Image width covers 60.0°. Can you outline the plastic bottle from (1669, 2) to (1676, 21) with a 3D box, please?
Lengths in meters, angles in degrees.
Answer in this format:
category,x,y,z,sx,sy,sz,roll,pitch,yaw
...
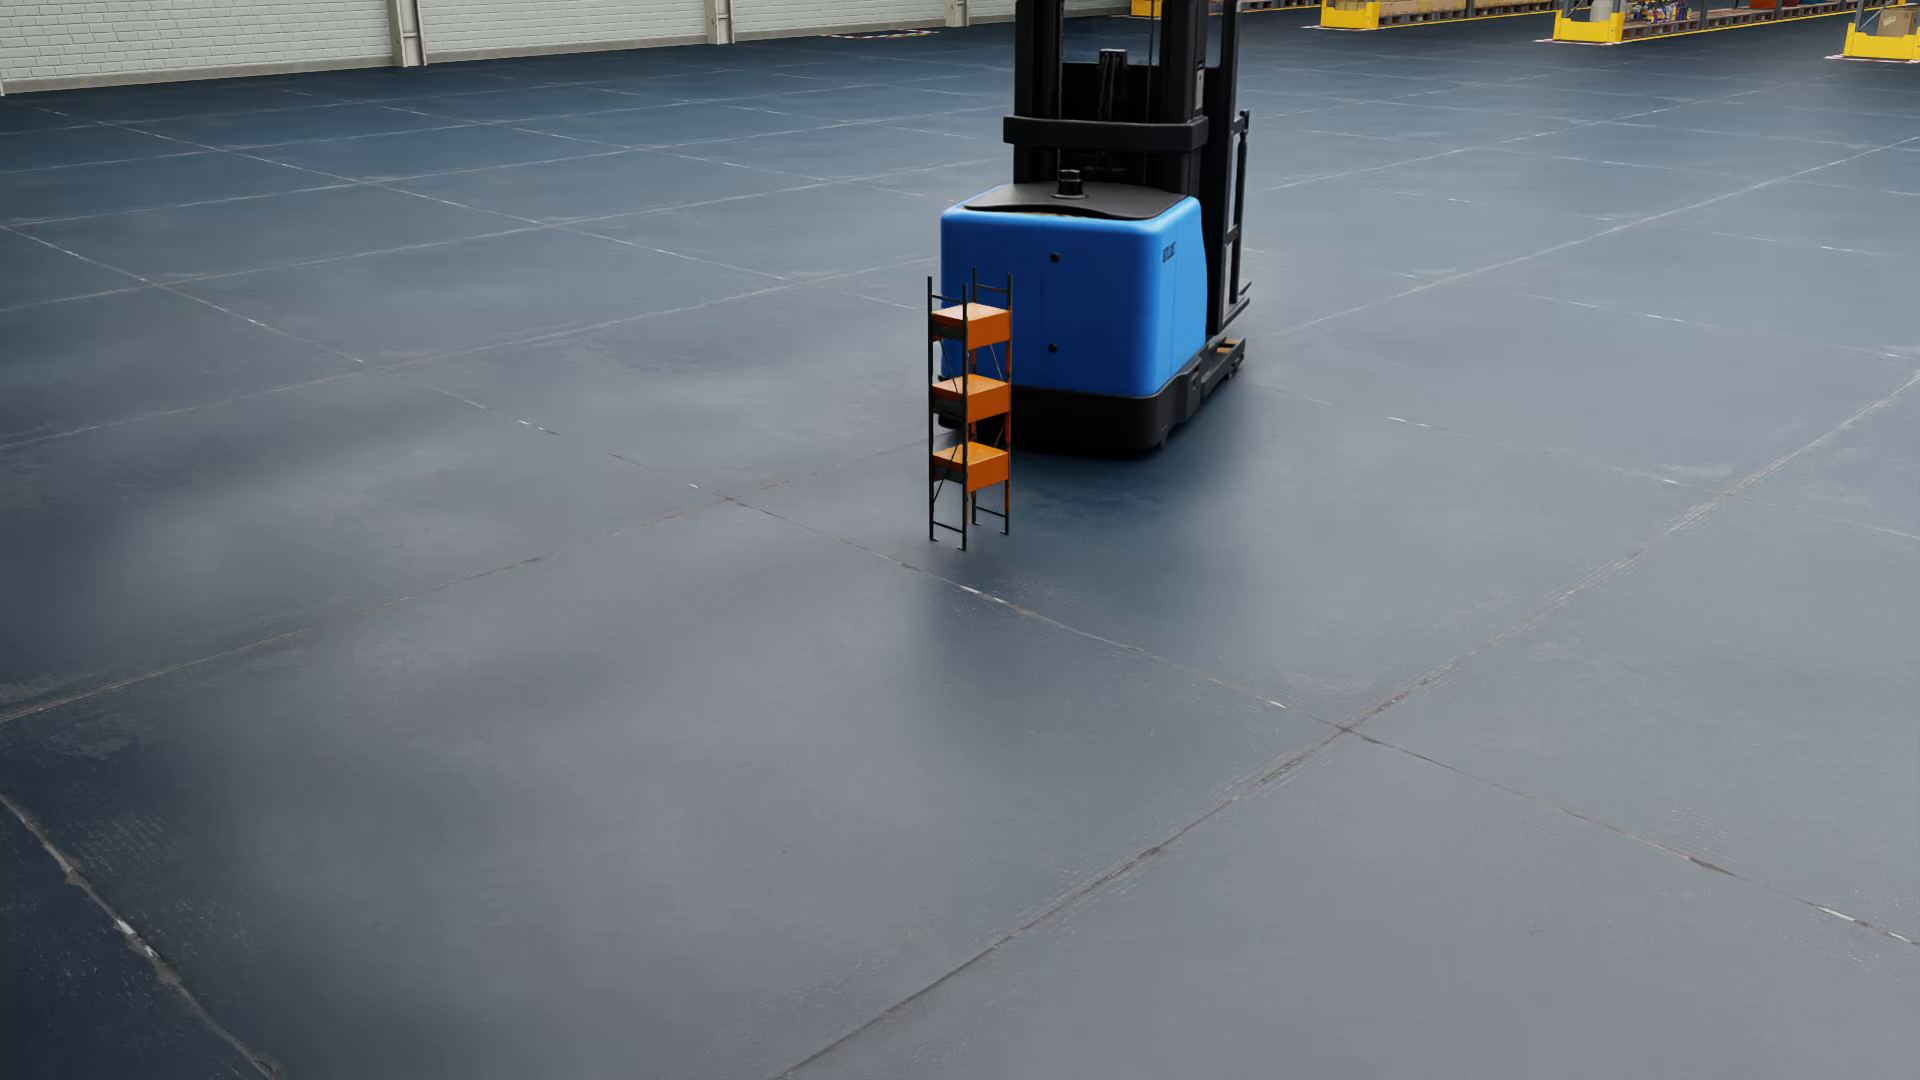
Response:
category,x,y,z,sx,sy,sz,roll,pitch,yaw
plastic bottle,13.538,-10.065,31.659,0.144,0.351,0.185,19,28,40

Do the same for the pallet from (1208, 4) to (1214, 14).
category,x,y,z,sx,sy,sz,roll,pitch,yaw
pallet,4.896,-11.835,37.072,1.003,0.211,1.213,19,28,41

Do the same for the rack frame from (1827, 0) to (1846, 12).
category,x,y,z,sx,sy,sz,roll,pitch,yaw
rack frame,19.721,-13.522,37.575,1.000,3.000,0.127,19,28,41

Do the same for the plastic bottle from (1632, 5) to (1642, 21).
category,x,y,z,sx,sy,sz,roll,pitch,yaw
plastic bottle,12.975,-10.108,31.875,0.152,0.276,0.135,19,28,41

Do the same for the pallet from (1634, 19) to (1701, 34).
category,x,y,z,sx,sy,sz,roll,pitch,yaw
pallet,13.641,-10.002,32.303,1.003,0.211,1.213,19,28,41

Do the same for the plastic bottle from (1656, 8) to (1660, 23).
category,x,y,z,sx,sy,sz,roll,pitch,yaw
plastic bottle,13.076,-9.846,31.199,0.097,0.271,0.097,0,21,0

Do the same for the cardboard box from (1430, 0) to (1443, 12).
category,x,y,z,sx,sy,sz,roll,pitch,yaw
cardboard box,9.732,-11.187,34.746,0.500,0.250,0.500,19,28,41

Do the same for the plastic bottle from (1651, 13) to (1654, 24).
category,x,y,z,sx,sy,sz,roll,pitch,yaw
plastic bottle,12.910,-9.752,31.052,0.097,0.201,0.097,0,21,0

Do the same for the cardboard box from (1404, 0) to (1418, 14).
category,x,y,z,sx,sy,sz,roll,pitch,yaw
cardboard box,9.032,-10.931,34.080,0.500,0.250,0.500,19,28,41

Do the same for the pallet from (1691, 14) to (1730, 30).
category,x,y,z,sx,sy,sz,roll,pitch,yaw
pallet,14.660,-10.376,33.276,1.003,0.211,1.213,19,28,41

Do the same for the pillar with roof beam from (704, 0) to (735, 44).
category,x,y,z,sx,sy,sz,roll,pitch,yaw
pillar with roof beam,-1.167,-11.952,25.127,9.100,9.000,0.400,19,28,41

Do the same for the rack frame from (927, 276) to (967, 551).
category,x,y,z,sx,sy,sz,roll,pitch,yaw
rack frame,-0.048,-0.472,6.340,0.200,1.050,0.008,19,28,41

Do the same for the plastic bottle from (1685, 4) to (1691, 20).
category,x,y,z,sx,sy,sz,roll,pitch,yaw
plastic bottle,14.040,-10.197,32.097,0.133,0.283,0.061,-18,28,-39

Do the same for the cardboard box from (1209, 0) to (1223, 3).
category,x,y,z,sx,sy,sz,roll,pitch,yaw
cardboard box,5.743,-12.434,37.614,0.700,0.500,0.500,17,27,37

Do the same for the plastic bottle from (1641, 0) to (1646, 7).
category,x,y,z,sx,sy,sz,roll,pitch,yaw
plastic bottle,13.279,-10.331,32.352,0.185,0.351,0.144,-19,28,-41

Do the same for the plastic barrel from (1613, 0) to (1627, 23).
category,x,y,z,sx,sy,sz,roll,pitch,yaw
plastic barrel,12.103,-9.790,30.746,0.421,0.512,0.421,0,21,0

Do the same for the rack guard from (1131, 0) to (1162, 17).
category,x,y,z,sx,sy,sz,roll,pitch,yaw
rack guard,4.304,-11.770,36.500,1.175,0.500,0.348,19,28,41

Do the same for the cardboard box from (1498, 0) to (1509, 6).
category,x,y,z,sx,sy,sz,roll,pitch,yaw
cardboard box,11.769,-11.926,36.668,0.500,0.250,0.500,18,28,39

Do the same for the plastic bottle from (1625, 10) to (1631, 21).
category,x,y,z,sx,sy,sz,roll,pitch,yaw
plastic bottle,12.711,-9.986,31.661,0.097,0.201,0.097,0,21,0

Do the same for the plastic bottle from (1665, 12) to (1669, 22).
category,x,y,z,sx,sy,sz,roll,pitch,yaw
plastic bottle,13.359,-9.917,31.482,0.097,0.201,0.097,0,21,0

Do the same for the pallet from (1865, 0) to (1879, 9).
category,x,y,z,sx,sy,sz,roll,pitch,yaw
pallet,21.057,-12.735,39.412,1.003,0.211,1.213,19,28,41

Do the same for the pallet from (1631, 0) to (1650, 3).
category,x,y,z,sx,sy,sz,roll,pitch,yaw
pallet,16.654,-13.638,41.762,1.003,0.211,1.213,19,28,41

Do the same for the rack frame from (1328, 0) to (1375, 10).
category,x,y,z,sx,sy,sz,roll,pitch,yaw
rack frame,7.803,-11.678,32.778,1.000,3.000,0.127,19,28,41

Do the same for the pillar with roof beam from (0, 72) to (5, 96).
category,x,y,z,sx,sy,sz,roll,pitch,yaw
pillar with roof beam,-9.539,-8.867,17.102,9.100,9.000,0.400,19,28,41

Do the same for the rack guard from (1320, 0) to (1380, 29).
category,x,y,z,sx,sy,sz,roll,pitch,yaw
rack guard,7.786,-10.505,33.210,1.175,0.500,0.348,19,28,41

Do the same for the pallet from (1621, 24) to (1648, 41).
category,x,y,z,sx,sy,sz,roll,pitch,yaw
pallet,11.939,-9.375,30.671,1.003,0.211,1.213,19,28,41

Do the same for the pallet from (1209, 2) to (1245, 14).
category,x,y,z,sx,sy,sz,roll,pitch,yaw
pallet,5.747,-12.147,37.884,1.003,0.211,1.213,19,28,41

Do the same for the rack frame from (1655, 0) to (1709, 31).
category,x,y,z,sx,sy,sz,roll,pitch,yaw
rack frame,14.140,-11.466,32.225,1.000,3.000,0.127,19,28,41

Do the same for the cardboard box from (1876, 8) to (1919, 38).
category,x,y,z,sx,sy,sz,roll,pitch,yaw
cardboard box,15.346,-8.384,27.104,0.500,0.500,0.500,-14,25,-32

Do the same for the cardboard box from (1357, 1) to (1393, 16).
category,x,y,z,sx,sy,sz,roll,pitch,yaw
cardboard box,8.336,-10.673,33.409,0.500,0.250,0.500,19,28,41

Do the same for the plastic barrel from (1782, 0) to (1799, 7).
category,x,y,z,sx,sy,sz,roll,pitch,yaw
plastic barrel,18.047,-11.985,36.351,0.600,0.588,0.708,19,28,41

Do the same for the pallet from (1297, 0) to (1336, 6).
category,x,y,z,sx,sy,sz,roll,pitch,yaw
pallet,8.435,-13.160,40.518,1.003,0.211,1.213,19,28,41

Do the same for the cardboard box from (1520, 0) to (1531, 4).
category,x,y,z,sx,sy,sz,roll,pitch,yaw
cardboard box,12.481,-12.189,37.354,0.500,0.250,0.500,-19,28,-41

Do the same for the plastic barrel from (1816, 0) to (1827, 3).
category,x,y,z,sx,sy,sz,roll,pitch,yaw
plastic barrel,19.329,-12.603,37.524,0.600,0.901,0.708,19,28,41

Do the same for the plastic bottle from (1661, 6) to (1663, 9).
category,x,y,z,sx,sy,sz,roll,pitch,yaw
plastic bottle,13.345,-10.019,31.633,0.061,0.283,0.133,19,28,41

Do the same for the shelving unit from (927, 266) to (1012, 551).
category,x,y,z,sx,sy,sz,roll,pitch,yaw
shelving unit,0.037,-0.504,6.422,0.215,1.050,0.252,19,28,41

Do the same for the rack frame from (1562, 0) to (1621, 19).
category,x,y,z,sx,sy,sz,roll,pitch,yaw
rack frame,11.349,-10.438,29.550,1.000,3.000,0.127,19,28,41

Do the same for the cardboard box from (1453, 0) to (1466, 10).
category,x,y,z,sx,sy,sz,roll,pitch,yaw
cardboard box,10.426,-11.445,35.418,0.500,0.250,0.500,19,28,41

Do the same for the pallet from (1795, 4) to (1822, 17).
category,x,y,z,sx,sy,sz,roll,pitch,yaw
pallet,18.301,-11.718,36.767,1.003,0.211,1.213,19,28,41

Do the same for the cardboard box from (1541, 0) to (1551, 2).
category,x,y,z,sx,sy,sz,roll,pitch,yaw
cardboard box,13.191,-12.451,38.035,0.500,0.250,0.500,-19,28,-41

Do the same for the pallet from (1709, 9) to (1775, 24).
category,x,y,z,sx,sy,sz,roll,pitch,yaw
pallet,16.362,-11.003,34.907,1.003,0.211,1.213,19,28,41

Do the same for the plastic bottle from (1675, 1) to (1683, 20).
category,x,y,z,sx,sy,sz,roll,pitch,yaw
plastic bottle,13.763,-10.148,31.875,0.144,0.351,0.185,18,27,38

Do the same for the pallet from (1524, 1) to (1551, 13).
category,x,y,z,sx,sy,sz,roll,pitch,yaw
pallet,12.781,-12.231,38.103,1.003,0.211,1.213,19,28,41

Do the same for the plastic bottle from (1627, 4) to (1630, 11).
category,x,y,z,sx,sy,sz,roll,pitch,yaw
plastic bottle,12.721,-10.126,31.817,0.185,0.351,0.144,-19,28,-40

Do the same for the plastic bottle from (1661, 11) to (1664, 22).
category,x,y,z,sx,sy,sz,roll,pitch,yaw
plastic bottle,13.215,-9.864,31.345,0.097,0.201,0.097,0,21,0

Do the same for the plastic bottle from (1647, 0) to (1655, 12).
category,x,y,z,sx,sy,sz,roll,pitch,yaw
plastic bottle,13.383,-10.295,32.258,0.144,0.351,0.185,19,28,41

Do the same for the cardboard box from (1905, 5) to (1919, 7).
category,x,y,z,sx,sy,sz,roll,pitch,yaw
cardboard box,16.188,-8.702,27.933,0.500,0.500,0.500,-17,27,-37

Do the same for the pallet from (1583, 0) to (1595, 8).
category,x,y,z,sx,sy,sz,roll,pitch,yaw
pallet,14.783,-12.928,39.915,1.003,0.211,1.213,19,28,41

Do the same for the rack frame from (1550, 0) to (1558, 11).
category,x,y,z,sx,sy,sz,roll,pitch,yaw
rack frame,13.384,-13.735,38.128,1.000,3.000,0.127,19,28,41

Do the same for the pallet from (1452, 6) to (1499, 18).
category,x,y,z,sx,sy,sz,roll,pitch,yaw
pallet,11.079,-11.604,36.471,1.003,0.211,1.213,19,28,41

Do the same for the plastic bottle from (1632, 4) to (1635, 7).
category,x,y,z,sx,sy,sz,roll,pitch,yaw
plastic bottle,13.003,-10.219,32.154,0.133,0.283,0.061,-19,28,-40

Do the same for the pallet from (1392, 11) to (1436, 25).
category,x,y,z,sx,sy,sz,roll,pitch,yaw
pallet,9.157,-10.896,34.629,1.003,0.211,1.213,19,28,41

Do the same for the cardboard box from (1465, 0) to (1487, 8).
category,x,y,z,sx,sy,sz,roll,pitch,yaw
cardboard box,11.052,-11.661,35.979,0.500,0.250,0.500,18,28,39

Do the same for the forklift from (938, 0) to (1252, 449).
category,x,y,z,sx,sy,sz,roll,pitch,yaw
forklift,0.899,-2.268,8.390,1.130,2.935,3.031,8,22,20

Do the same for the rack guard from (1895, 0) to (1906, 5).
category,x,y,z,sx,sy,sz,roll,pitch,yaw
rack guard,22.518,-13.393,40.723,1.175,0.500,0.348,19,28,41

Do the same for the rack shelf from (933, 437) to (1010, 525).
category,x,y,z,sx,sy,sz,roll,pitch,yaw
rack shelf,0.037,-0.234,6.526,0.215,0.259,0.240,19,28,41
